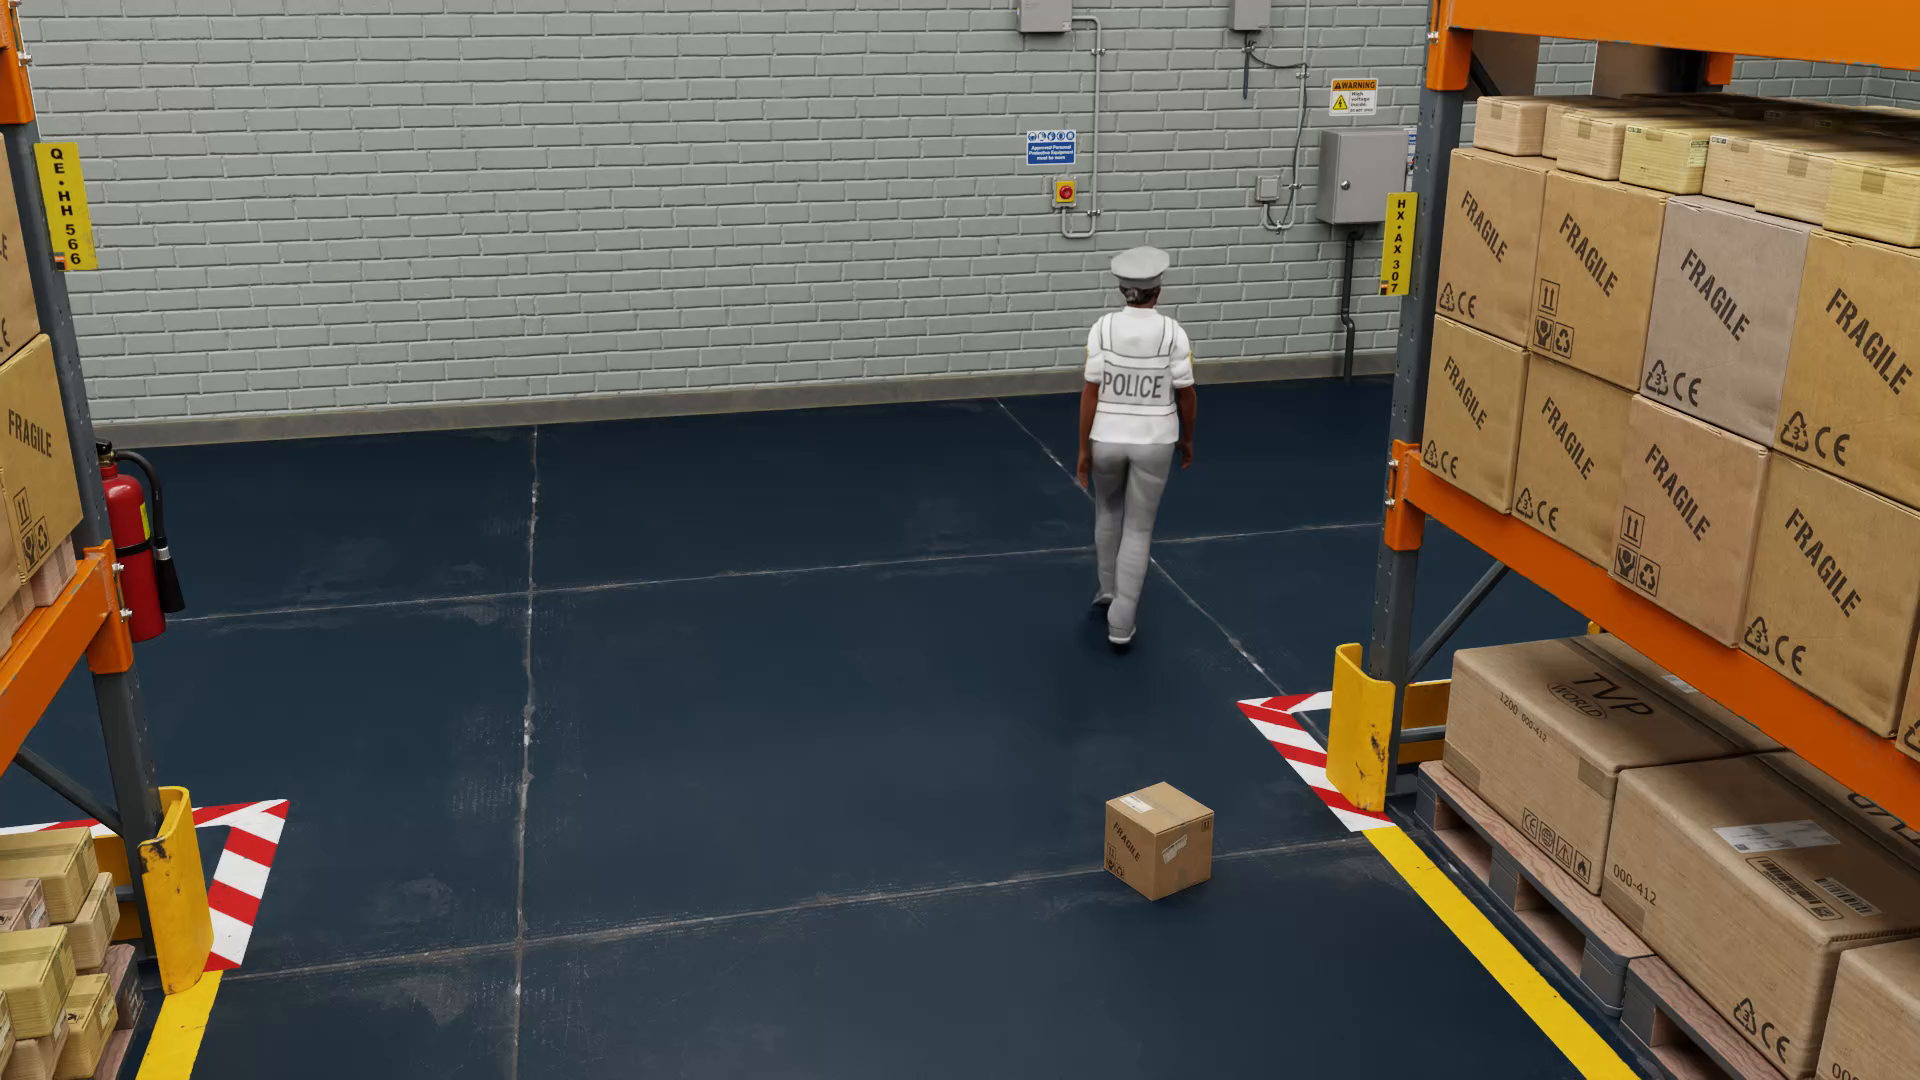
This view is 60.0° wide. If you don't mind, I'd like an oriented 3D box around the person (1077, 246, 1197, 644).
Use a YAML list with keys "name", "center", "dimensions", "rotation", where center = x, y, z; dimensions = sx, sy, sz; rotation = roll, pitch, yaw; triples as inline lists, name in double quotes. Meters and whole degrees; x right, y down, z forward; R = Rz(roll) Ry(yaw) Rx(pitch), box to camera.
- name: "person"
  center: [0.767, -0.389, 7.162]
  dimensions: [0.477, 1.724, 0.696]
  rotation: [5, 20, 13]
